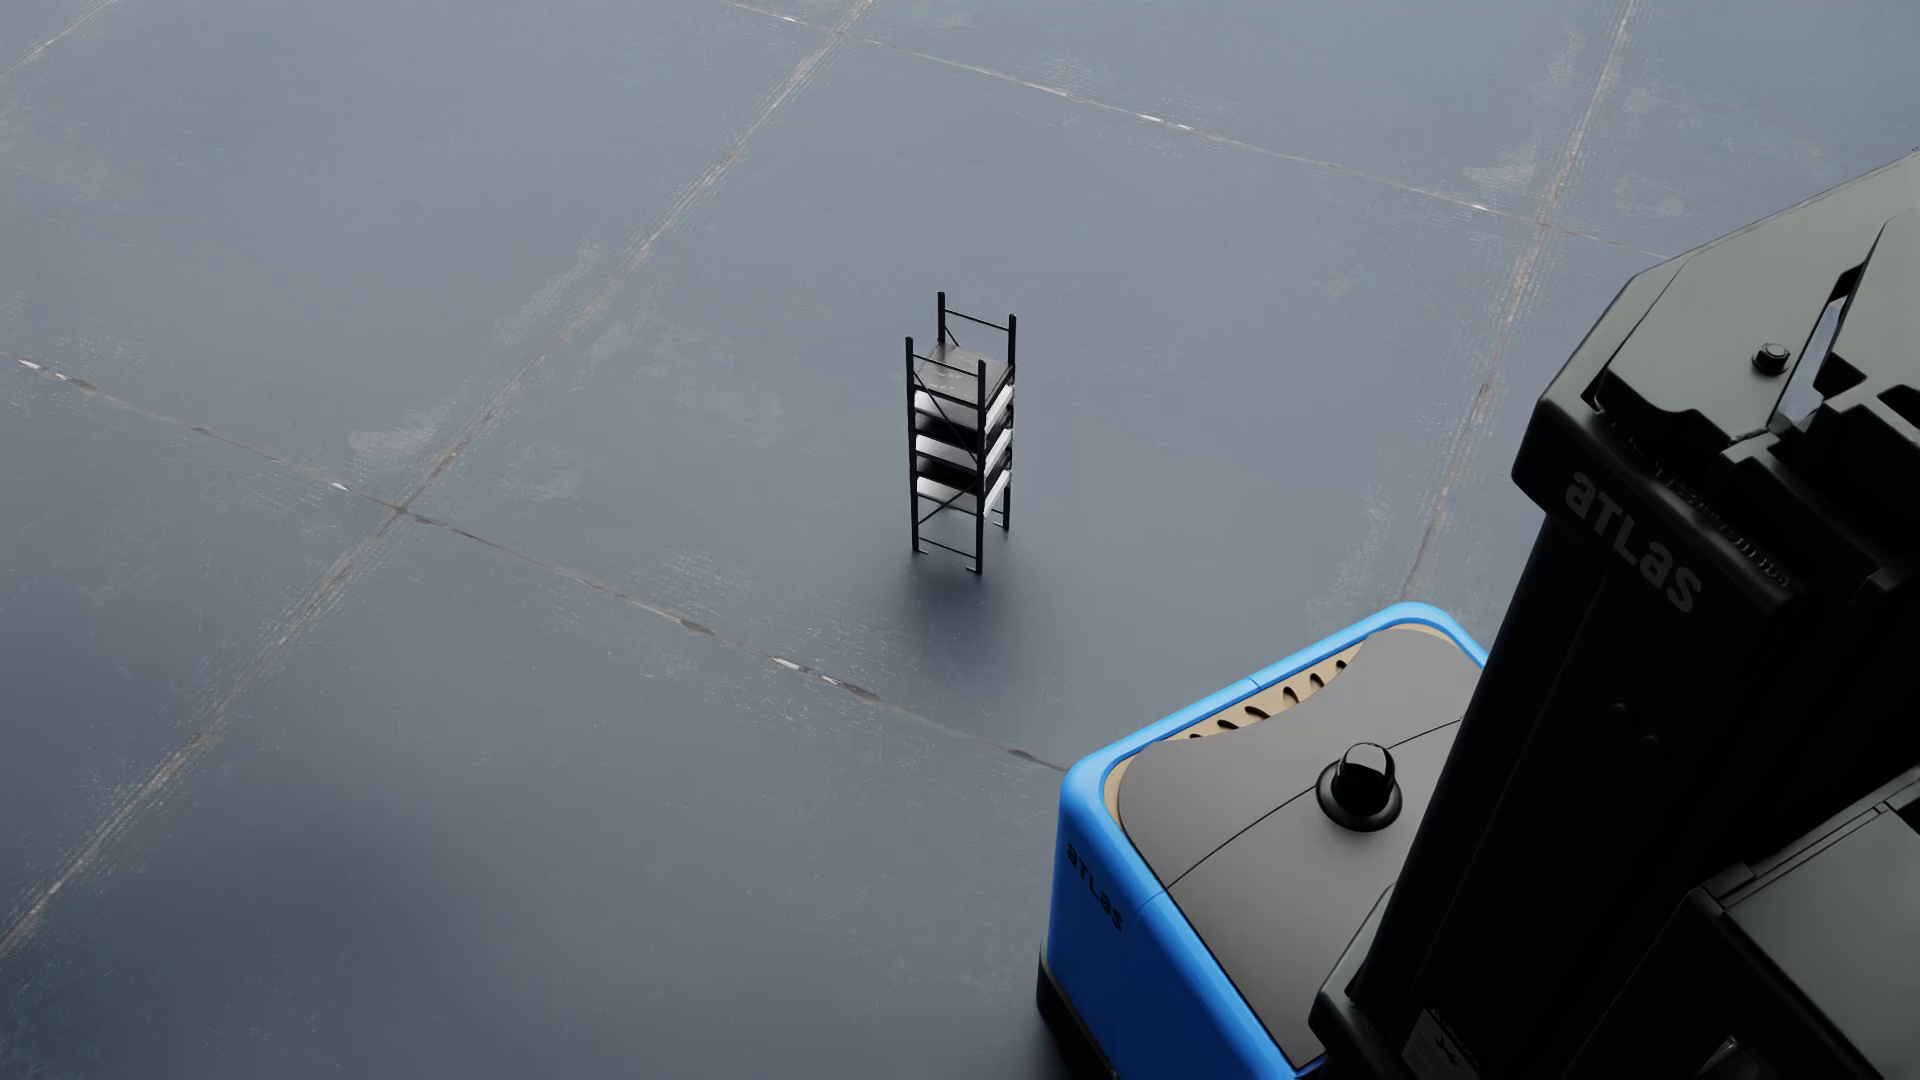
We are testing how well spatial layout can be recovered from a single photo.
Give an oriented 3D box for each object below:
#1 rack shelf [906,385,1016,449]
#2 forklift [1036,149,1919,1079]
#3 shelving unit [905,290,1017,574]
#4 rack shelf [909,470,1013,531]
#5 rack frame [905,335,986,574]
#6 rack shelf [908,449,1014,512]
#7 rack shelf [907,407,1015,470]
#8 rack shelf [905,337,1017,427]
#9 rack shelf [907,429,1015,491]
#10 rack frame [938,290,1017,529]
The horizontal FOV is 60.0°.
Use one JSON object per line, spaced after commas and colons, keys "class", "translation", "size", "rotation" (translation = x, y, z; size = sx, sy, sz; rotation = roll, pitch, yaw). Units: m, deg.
{"class": "rack shelf", "translation": [0.003, -0.392, 4.800], "size": [0.258, 0.077, 0.200], "rotation": [20, 52, 16]}
{"class": "forklift", "translation": [1.357, 1.021, 2.456], "size": [1.130, 2.935, 3.031], "rotation": [-23, 53, -19]}
{"class": "shelving unit", "translation": [0.003, -0.297, 4.912], "size": [0.258, 0.900, 0.210], "rotation": [20, 52, 16]}
{"class": "rack shelf", "translation": [0.003, -0.159, 5.075], "size": [0.258, 0.077, 0.200], "rotation": [20, 52, 16]}
{"class": "rack frame", "translation": [-0.040, -0.227, 4.852], "size": [0.240, 0.900, 0.006], "rotation": [20, 52, 16]}
{"class": "rack shelf", "translation": [0.003, -0.217, 5.006], "size": [0.258, 0.077, 0.200], "rotation": [20, 52, 16]}
{"class": "rack shelf", "translation": [0.003, -0.334, 4.869], "size": [0.258, 0.077, 0.200], "rotation": [20, 52, 16]}
{"class": "rack shelf", "translation": [0.003, -0.451, 4.732], "size": [0.258, 0.077, 0.200], "rotation": [20, 52, 16]}
{"class": "rack shelf", "translation": [0.003, -0.276, 4.937], "size": [0.258, 0.077, 0.200], "rotation": [20, 52, 16]}
{"class": "rack frame", "translation": [0.047, -0.367, 4.972], "size": [0.240, 0.900, 0.006], "rotation": [20, 52, 16]}
